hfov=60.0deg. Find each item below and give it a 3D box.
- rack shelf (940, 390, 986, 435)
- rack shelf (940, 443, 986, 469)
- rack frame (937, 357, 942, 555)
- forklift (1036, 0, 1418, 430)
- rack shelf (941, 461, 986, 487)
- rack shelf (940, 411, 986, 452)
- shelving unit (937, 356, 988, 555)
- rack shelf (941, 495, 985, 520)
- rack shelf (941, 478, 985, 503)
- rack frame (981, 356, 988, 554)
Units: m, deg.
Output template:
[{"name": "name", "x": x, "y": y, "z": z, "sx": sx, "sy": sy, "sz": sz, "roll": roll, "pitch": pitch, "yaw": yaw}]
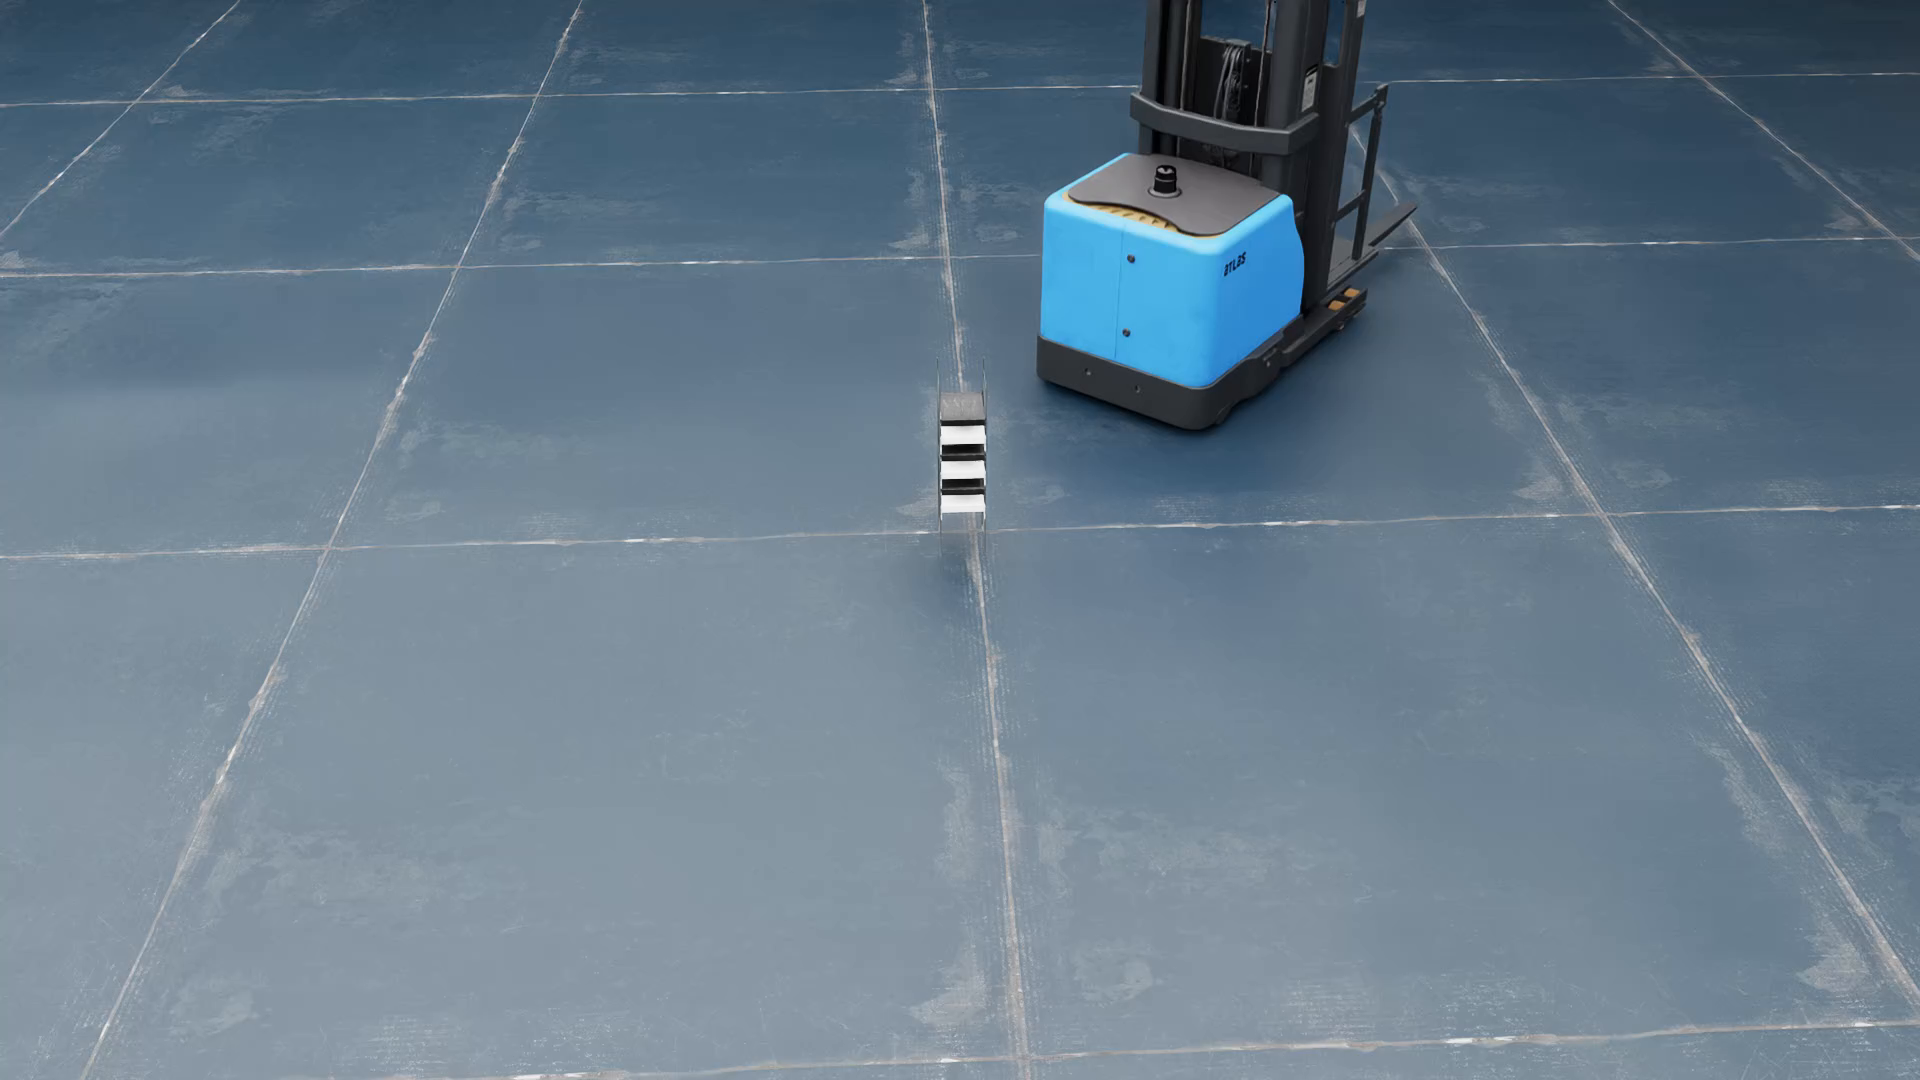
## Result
[{"name": "rack shelf", "x": 0.008, "y": -0.565, "z": 7.360, "sx": 0.200, "sy": 0.077, "sz": 0.258, "roll": -2, "pitch": 35, "yaw": -2}, {"name": "rack shelf", "x": 0.008, "y": -0.417, "z": 7.462, "sx": 0.200, "sy": 0.077, "sz": 0.258, "roll": -2, "pitch": 35, "yaw": -2}, {"name": "rack frame", "x": -0.093, "y": -0.367, "z": 7.490, "sx": 0.006, "sy": 0.900, "sz": 0.240, "roll": -2, "pitch": 35, "yaw": -2}, {"name": "forklift", "x": 1.692, "y": -2.550, "z": 8.858, "sx": 1.130, "sy": 2.935, "sz": 3.031, "roll": 23, "pitch": 41, "yaw": 29}, {"name": "rack shelf", "x": 0.008, "y": -0.343, "z": 7.513, "sx": 0.200, "sy": 0.077, "sz": 0.258, "roll": -2, "pitch": 35, "yaw": -2}, {"name": "rack shelf", "x": 0.008, "y": -0.491, "z": 7.411, "sx": 0.200, "sy": 0.077, "sz": 0.258, "roll": -2, "pitch": 35, "yaw": -2}, {"name": "shelving unit", "x": 0.008, "y": -0.370, "z": 7.494, "sx": 0.210, "sy": 0.900, "sz": 0.258, "roll": -2, "pitch": 35, "yaw": -2}, {"name": "rack shelf", "x": 0.008, "y": -0.195, "z": 7.616, "sx": 0.200, "sy": 0.077, "sz": 0.258, "roll": -2, "pitch": 35, "yaw": -2}, {"name": "rack shelf", "x": 0.008, "y": -0.269, "z": 7.564, "sx": 0.200, "sy": 0.077, "sz": 0.258, "roll": -2, "pitch": 35, "yaw": -2}, {"name": "rack frame", "x": 0.110, "y": -0.373, "z": 7.498, "sx": 0.006, "sy": 0.900, "sz": 0.240, "roll": -2, "pitch": 35, "yaw": -2}]
